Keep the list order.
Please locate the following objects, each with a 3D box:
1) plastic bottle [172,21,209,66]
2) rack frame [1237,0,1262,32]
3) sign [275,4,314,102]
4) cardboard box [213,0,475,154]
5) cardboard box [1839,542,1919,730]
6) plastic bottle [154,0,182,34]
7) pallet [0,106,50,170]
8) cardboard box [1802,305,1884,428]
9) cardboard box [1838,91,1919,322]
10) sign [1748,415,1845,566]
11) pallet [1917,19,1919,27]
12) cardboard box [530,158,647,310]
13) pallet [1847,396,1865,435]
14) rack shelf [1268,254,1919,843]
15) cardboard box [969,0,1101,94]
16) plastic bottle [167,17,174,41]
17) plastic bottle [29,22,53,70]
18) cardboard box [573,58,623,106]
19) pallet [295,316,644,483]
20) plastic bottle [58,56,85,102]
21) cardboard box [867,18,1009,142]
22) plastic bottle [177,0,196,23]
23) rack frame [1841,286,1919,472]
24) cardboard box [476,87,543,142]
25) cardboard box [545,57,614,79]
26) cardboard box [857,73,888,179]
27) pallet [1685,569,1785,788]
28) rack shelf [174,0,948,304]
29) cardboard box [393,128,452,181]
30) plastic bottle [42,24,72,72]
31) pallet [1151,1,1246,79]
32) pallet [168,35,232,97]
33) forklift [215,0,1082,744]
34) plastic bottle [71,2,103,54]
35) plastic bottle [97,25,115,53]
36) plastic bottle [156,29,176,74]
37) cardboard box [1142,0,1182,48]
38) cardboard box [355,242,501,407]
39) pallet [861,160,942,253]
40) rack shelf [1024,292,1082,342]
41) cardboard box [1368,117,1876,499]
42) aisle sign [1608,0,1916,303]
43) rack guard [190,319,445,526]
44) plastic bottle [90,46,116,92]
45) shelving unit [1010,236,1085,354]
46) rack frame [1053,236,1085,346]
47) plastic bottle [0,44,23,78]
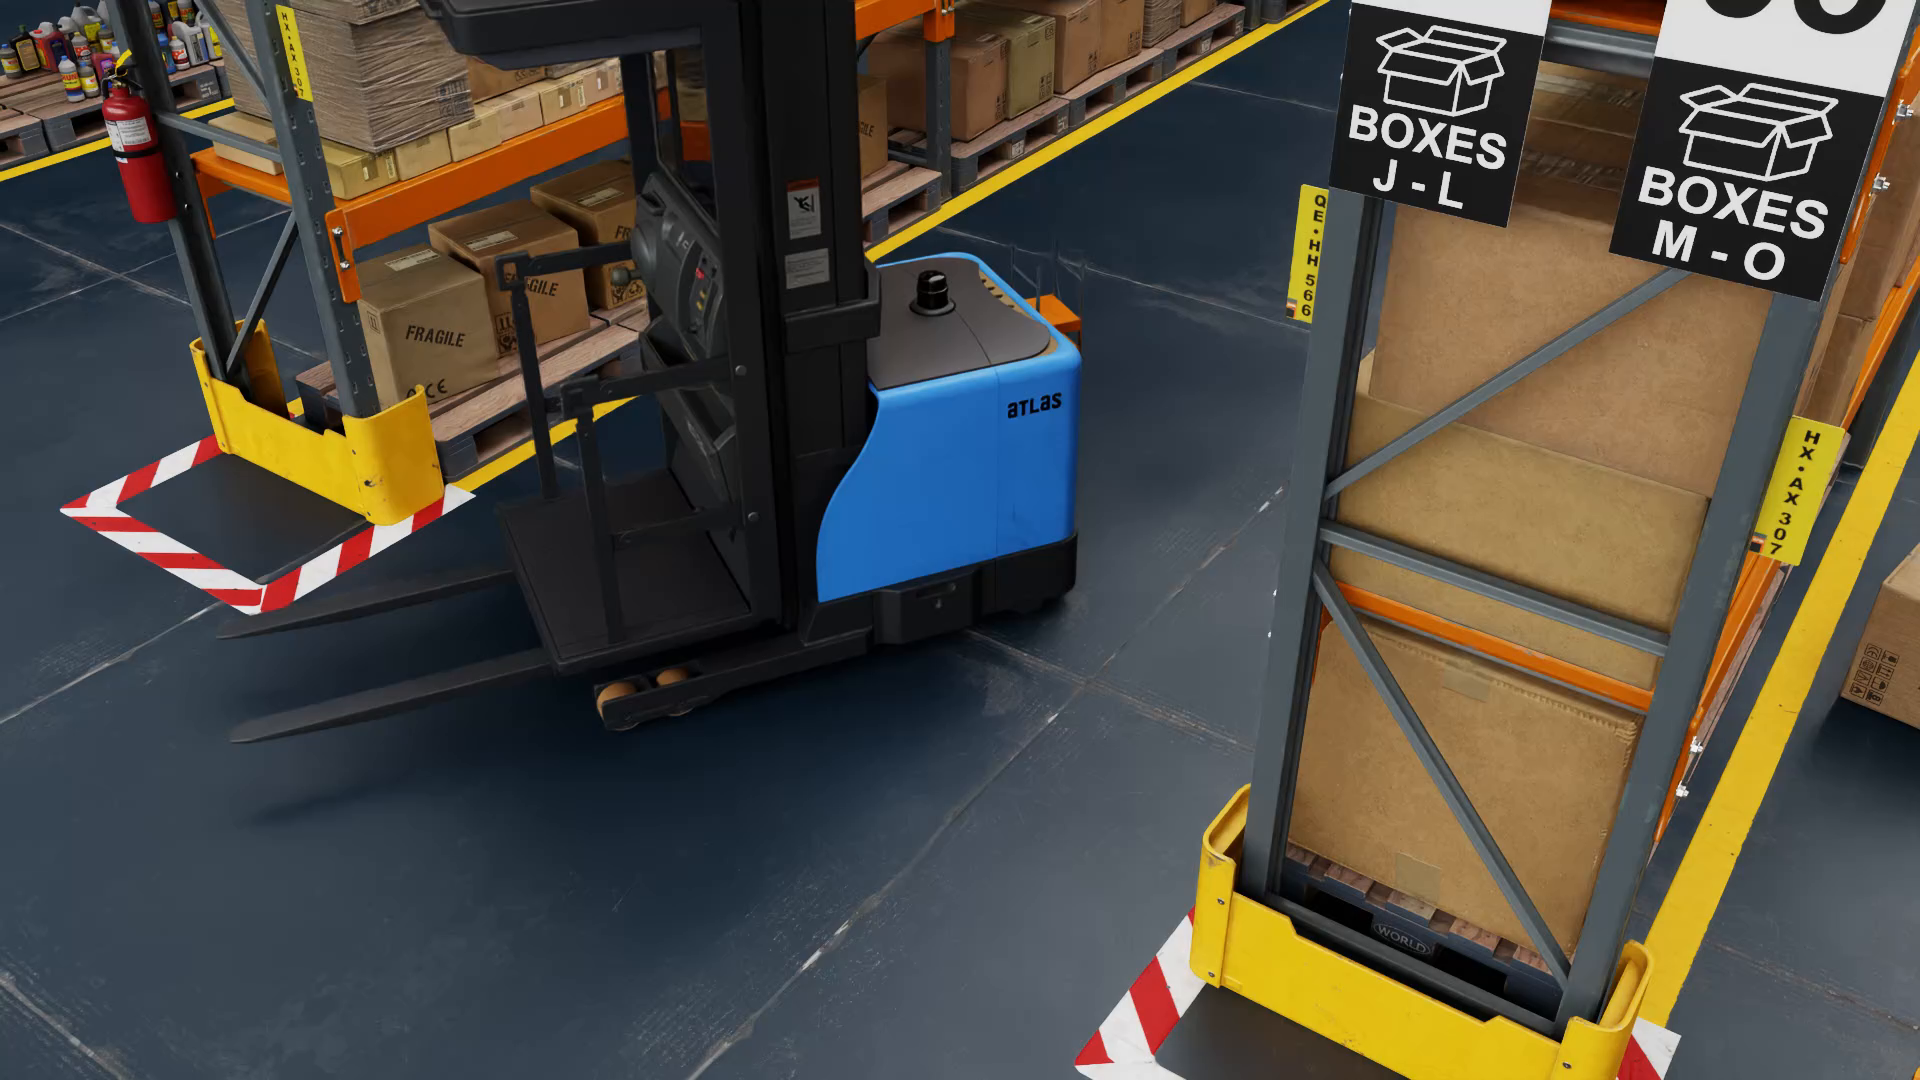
[{"bbox_3d":[-5.083,-3.294,10.983,0.152,0.276,0.135,22,40,29],"label":"plastic bottle"},{"bbox_3d":[1.786,-5.198,11.759,1.000,3.000,0.127,21,39,28],"label":"rack frame"},{"bbox_3d":[-2.329,-1.702,5.816,0.100,0.325,0.005,21,39,28],"label":"sign"},{"bbox_3d":[-2.439,-1.926,6.565,0.875,0.500,0.500,21,39,28],"label":"cardboard box"},{"bbox_3d":[3.480,0.350,5.784,0.500,0.500,0.500,29,44,36],"label":"cardboard box"},{"bbox_3d":[-5.472,-3.699,11.513,0.144,0.351,0.185,20,39,26],"label":"plastic bottle"},{"bbox_3d":[-6.372,-2.366,10.060,1.003,0.211,1.213,21,39,28],"label":"pallet"},{"bbox_3d":[2.134,-0.611,4.842,0.875,0.550,0.550,21,39,28],"label":"cardboard box"},{"bbox_3d":[2.154,-1.050,4.528,0.875,0.550,0.550,21,39,28],"label":"cardboard box"},{"bbox_3d":[1.694,-0.097,3.372,0.100,0.325,0.005,21,39,28],"label":"sign"},{"bbox_3d":[1.656,-1.436,3.598,1.003,0.211,1.213,21,39,28],"label":"pallet"},{"bbox_3d":[-1.720,-1.505,8.155,0.500,0.500,0.500,25,42,32],"label":"cardboard box"},{"bbox_3d":[3.901,-0.951,7.967,1.003,0.211,1.213,21,39,28],"label":"pallet"},{"bbox_3d":[2.382,-0.508,5.466,1.077,0.370,4.000,21,39,28],"label":"rack shelf"},{"bbox_3d":[0.479,-3.251,10.718,0.700,0.500,0.500,18,38,24],"label":"cardboard box"},{"bbox_3d":[-5.171,-3.331,11.030,0.061,0.283,0.133,21,39,28],"label":"plastic bottle"},{"bbox_3d":[-5.991,-3.245,10.909,0.152,0.276,0.135,22,40,29],"label":"plastic bottle"},{"bbox_3d":[-1.710,-2.045,7.320,0.380,0.149,0.250,21,39,28],"label":"cardboard box"},{"bbox_3d":[-2.240,-0.759,7.684,1.003,0.211,1.213,21,39,28],"label":"pallet"},{"bbox_3d":[-5.554,-2.885,10.382,0.097,0.271,0.097,0,34,0],"label":"plastic bottle"},{"bbox_3d":[-0.127,-2.780,10.022,0.700,0.500,0.500,18,38,25],"label":"cardboard box"},{"bbox_3d":[-5.348,-3.647,11.508,0.097,0.271,0.097,0,34,0],"label":"plastic bottle"},{"bbox_3d":[3.523,-1.727,6.625,1.000,3.000,0.127,21,39,28],"label":"rack frame"},{"bbox_3d":[-1.978,-1.808,6.971,0.380,0.149,0.250,21,39,28],"label":"cardboard box"},{"bbox_3d":[-1.932,-2.410,7.282,0.875,0.500,0.500,21,39,28],"label":"cardboard box"},{"bbox_3d":[-0.756,-2.325,9.366,0.500,0.500,0.500,20,39,27],"label":"cardboard box"},{"bbox_3d":[2.330,0.317,6.092,1.003,0.211,1.213,21,39,28],"label":"pallet"},{"bbox_3d":[-1.635,-2.139,7.877,1.077,0.370,4.000,21,39,28],"label":"rack shelf"},{"bbox_3d":[-2.259,-1.576,6.628,0.380,0.149,0.250,21,39,28],"label":"cardboard box"},{"bbox_3d":[-5.903,-3.214,10.857,0.061,0.283,0.133,21,39,28],"label":"plastic bottle"},{"bbox_3d":[1.339,-3.684,12.009,1.003,0.211,1.213,21,39,28],"label":"pallet"},{"bbox_3d":[-4.981,-3.488,11.720,1.003,0.211,1.213,21,39,28],"label":"pallet"},{"bbox_3d":[-1.118,-0.891,5.451,3.031,2.935,1.130,-14,37,-20],"label":"forklift"},{"bbox_3d":[-5.821,-3.417,11.098,0.144,0.351,0.185,23,40,30],"label":"plastic bottle"},{"bbox_3d":[-5.697,-3.337,11.112,0.097,0.201,0.097,0,34,0],"label":"plastic bottle"},{"bbox_3d":[-5.186,-3.182,10.821,0.097,0.271,0.097,0,34,0],"label":"plastic bottle"},{"bbox_3d":[1.115,-3.771,11.487,0.700,0.500,0.500,18,38,24],"label":"cardboard box"},{"bbox_3d":[-2.405,-0.937,7.314,0.500,0.500,0.500,-29,43,-35],"label":"cardboard box"},{"bbox_3d":[-0.848,-1.882,9.344,1.003,0.211,1.213,21,39,28],"label":"pallet"},{"bbox_3d":[0.328,-0.836,6.352,0.180,0.103,0.258,-14,37,-20],"label":"rack shelf"},{"bbox_3d":[1.485,-0.554,3.793,0.875,0.550,0.550,21,39,28],"label":"cardboard box"},{"bbox_3d":[1.448,-0.834,2.985,0.394,0.787,0.004,21,39,28],"label":"aisle sign"},{"bbox_3d":[-2.732,-0.516,7.067,1.175,0.500,0.348,21,39,28],"label":"rack guard"},{"bbox_3d":[-5.410,-2.989,10.524,0.061,0.283,0.133,22,40,29],"label":"plastic bottle"},{"bbox_3d":[0.328,-0.575,6.529,0.189,1.200,0.258,-14,37,-20],"label":"shelving unit"},{"bbox_3d":[0.411,-0.596,6.560,0.006,1.200,0.240,-14,37,-20],"label":"rack frame"},{"bbox_3d":[-6.157,-3.107,10.772,0.097,0.201,0.097,0,34,0],"label":"plastic bottle"}]
